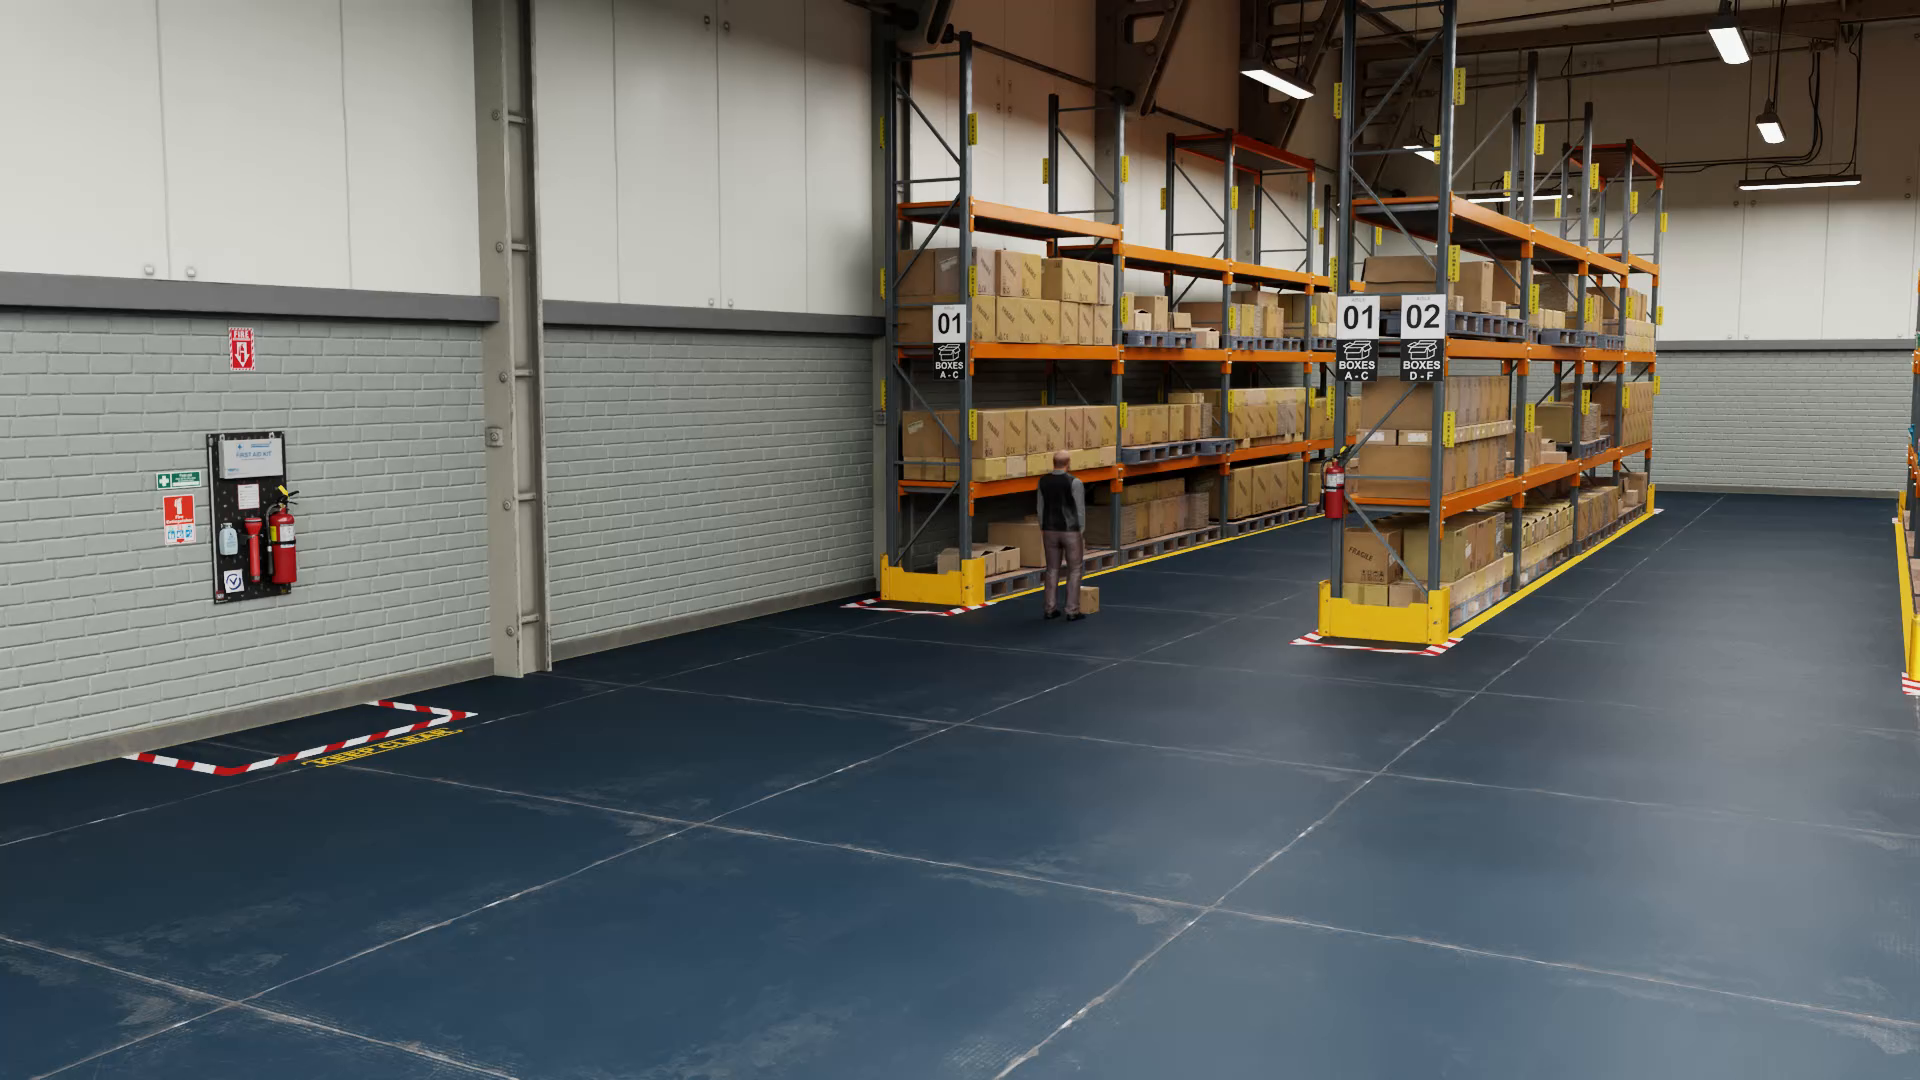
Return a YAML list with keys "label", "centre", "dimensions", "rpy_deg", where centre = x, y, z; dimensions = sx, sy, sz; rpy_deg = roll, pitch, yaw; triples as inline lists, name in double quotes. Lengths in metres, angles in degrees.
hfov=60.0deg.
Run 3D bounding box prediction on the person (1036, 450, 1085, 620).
- label: "person"
  centre: [1.025, -0.054, 16.851]
  dimensions: [0.535, 1.712, 0.353]
  rpy_deg: [3, 7, 30]
